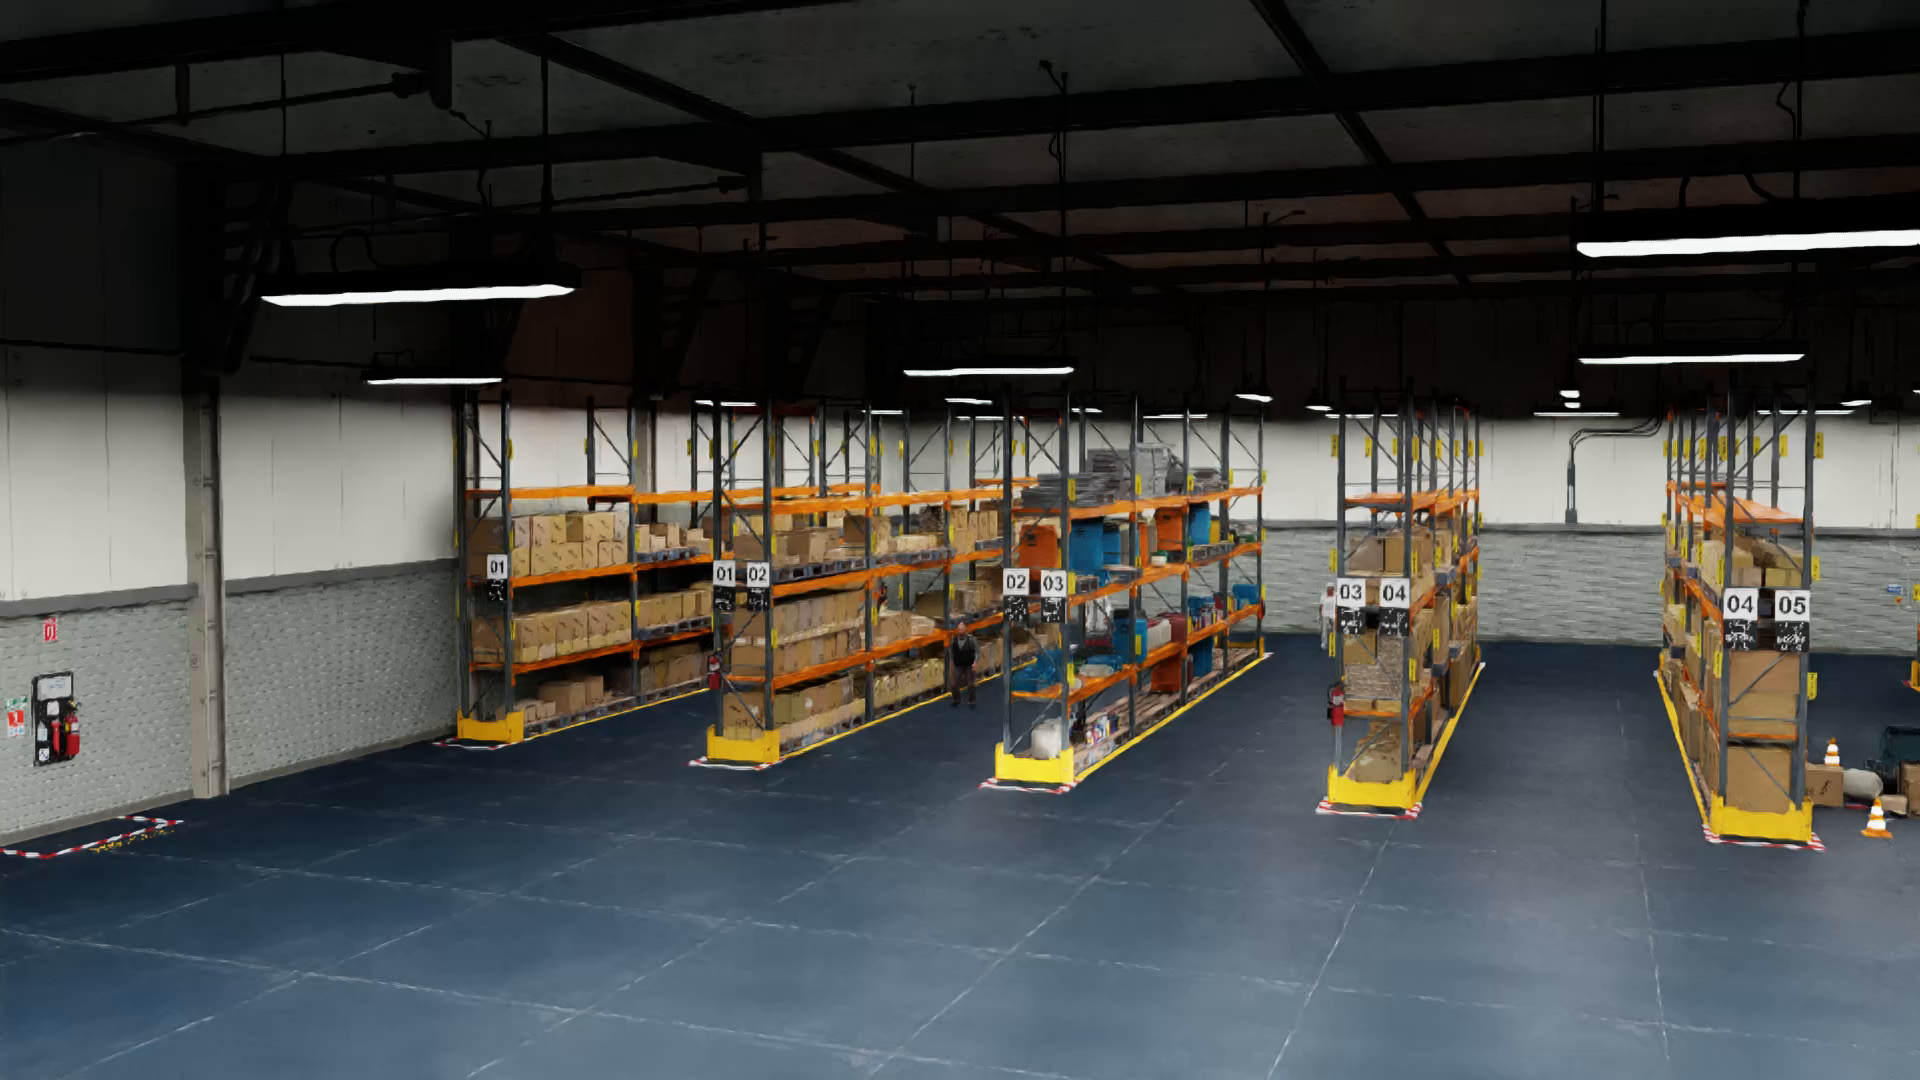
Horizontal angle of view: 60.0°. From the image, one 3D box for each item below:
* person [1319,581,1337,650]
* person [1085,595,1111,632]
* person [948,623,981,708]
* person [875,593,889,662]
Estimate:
[{"bbox_3d":[9.213,1.872,41.336,0.575,1.689,1.128,1,3,18],"label":"person"},{"bbox_3d":[3.317,1.913,40.472,0.729,1.733,0.546,1,3,18],"label":"person"},{"bbox_3d":[0.077,2.413,31.993,0.677,1.671,0.534,1,3,19],"label":"person"},{"bbox_3d":[-1.756,2.064,38.199,0.435,1.671,0.492,0,3,-5],"label":"person"}]
